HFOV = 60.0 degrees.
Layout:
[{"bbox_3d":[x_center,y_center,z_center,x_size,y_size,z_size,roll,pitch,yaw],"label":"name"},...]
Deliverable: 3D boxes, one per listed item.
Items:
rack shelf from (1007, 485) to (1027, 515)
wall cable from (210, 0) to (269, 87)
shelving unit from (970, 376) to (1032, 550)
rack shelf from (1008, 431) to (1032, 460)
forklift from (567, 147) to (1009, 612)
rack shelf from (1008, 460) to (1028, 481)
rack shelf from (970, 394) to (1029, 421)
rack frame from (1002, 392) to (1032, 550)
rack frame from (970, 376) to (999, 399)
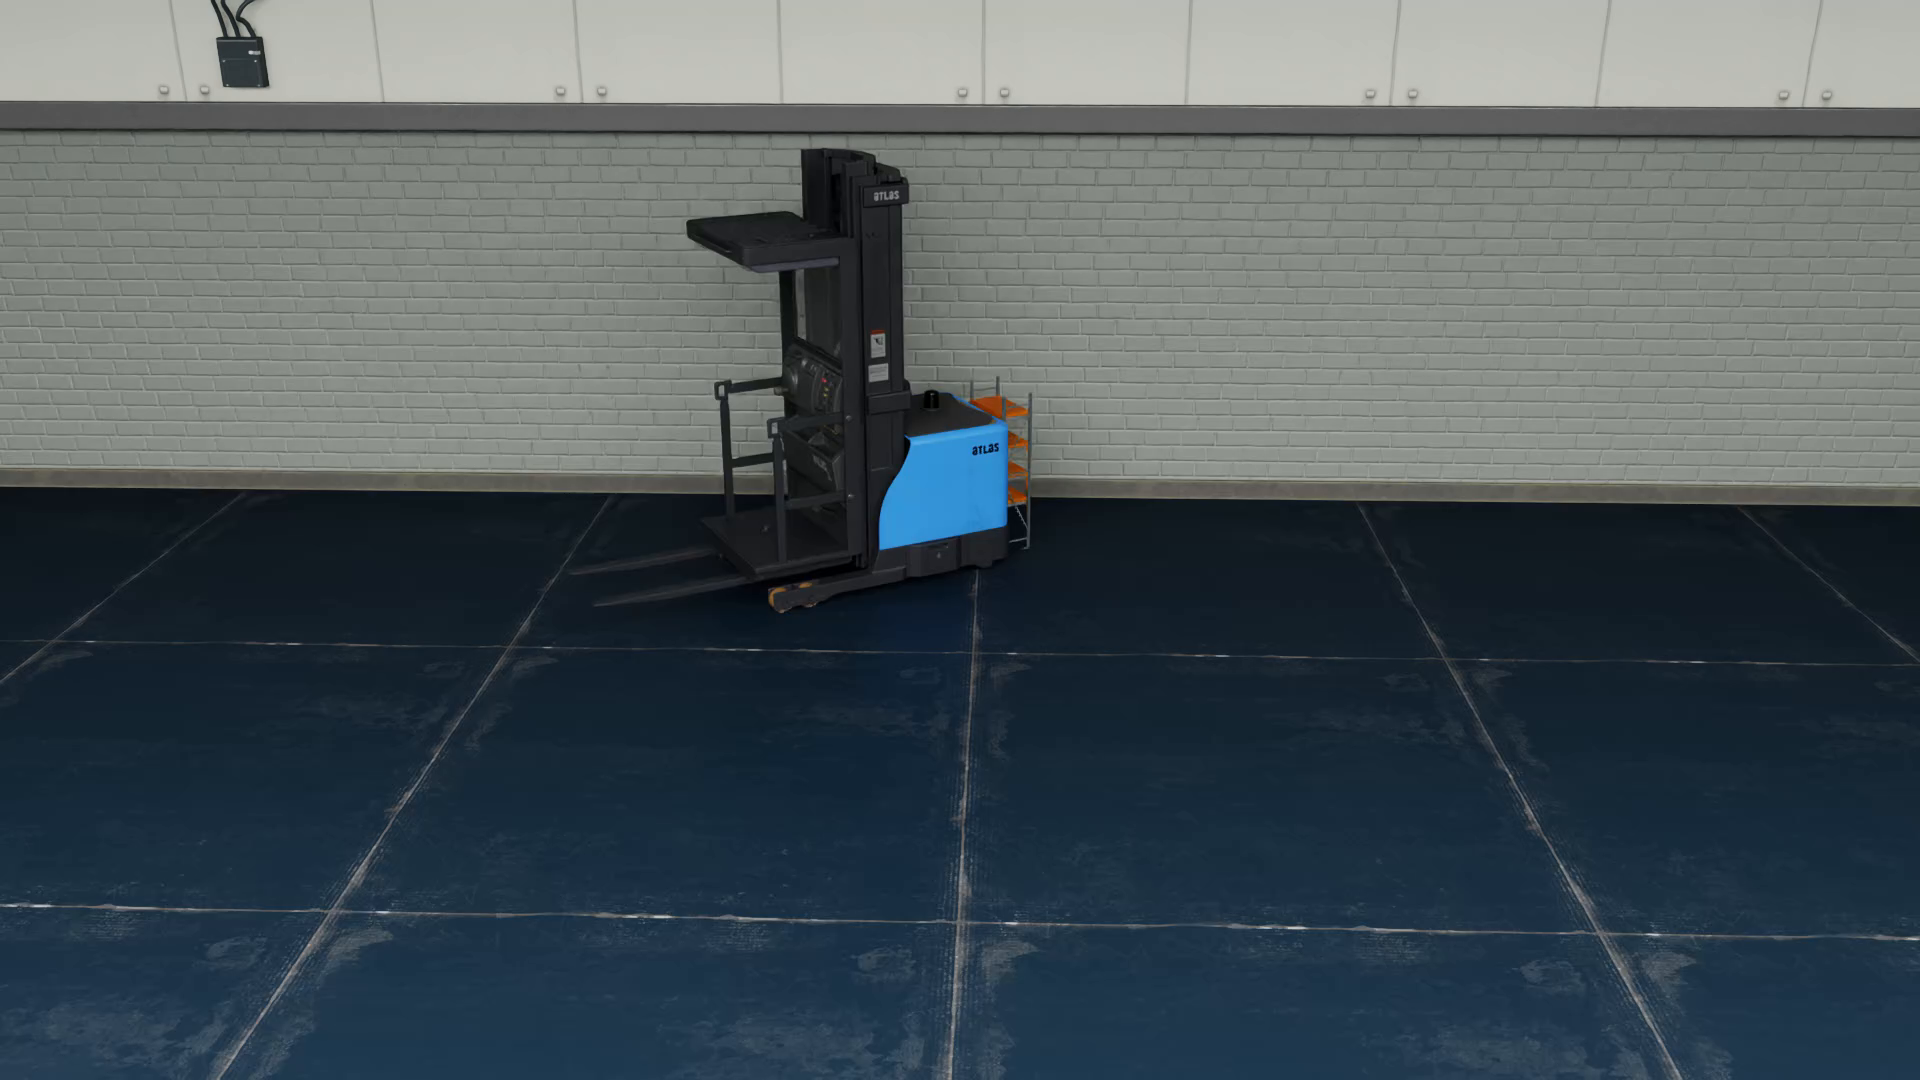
[{"bbox_3d":[0.294,-0.309,12.401,0.258,0.148,0.480,-11,24,-26],"label":"rack shelf"},{"bbox_3d":[-4.324,-6.165,11.276,2.305,6.003,0.169,1,21,2],"label":"wall cable"},{"bbox_3d":[0.295,-0.557,12.305,0.258,1.200,0.503,-11,24,-26],"label":"shelving unit"},{"bbox_3d":[0.296,-0.703,12.248,0.258,0.148,0.480,-11,24,-26],"label":"rack shelf"},{"bbox_3d":[-1.192,-1.094,11.296,3.031,2.935,1.130,-11,24,-26],"label":"forklift"},{"bbox_3d":[0.295,-0.494,12.329,0.258,0.148,0.480,-11,24,-26],"label":"rack shelf"},{"bbox_3d":[0.297,-0.924,12.163,0.258,0.148,0.480,-11,24,-26],"label":"rack shelf"},{"bbox_3d":[0.409,-0.479,12.103,0.240,1.200,0.015,-11,24,-26],"label":"rack frame"},{"bbox_3d":[0.182,-0.635,12.506,0.240,1.200,0.015,-11,24,-26],"label":"rack frame"}]
